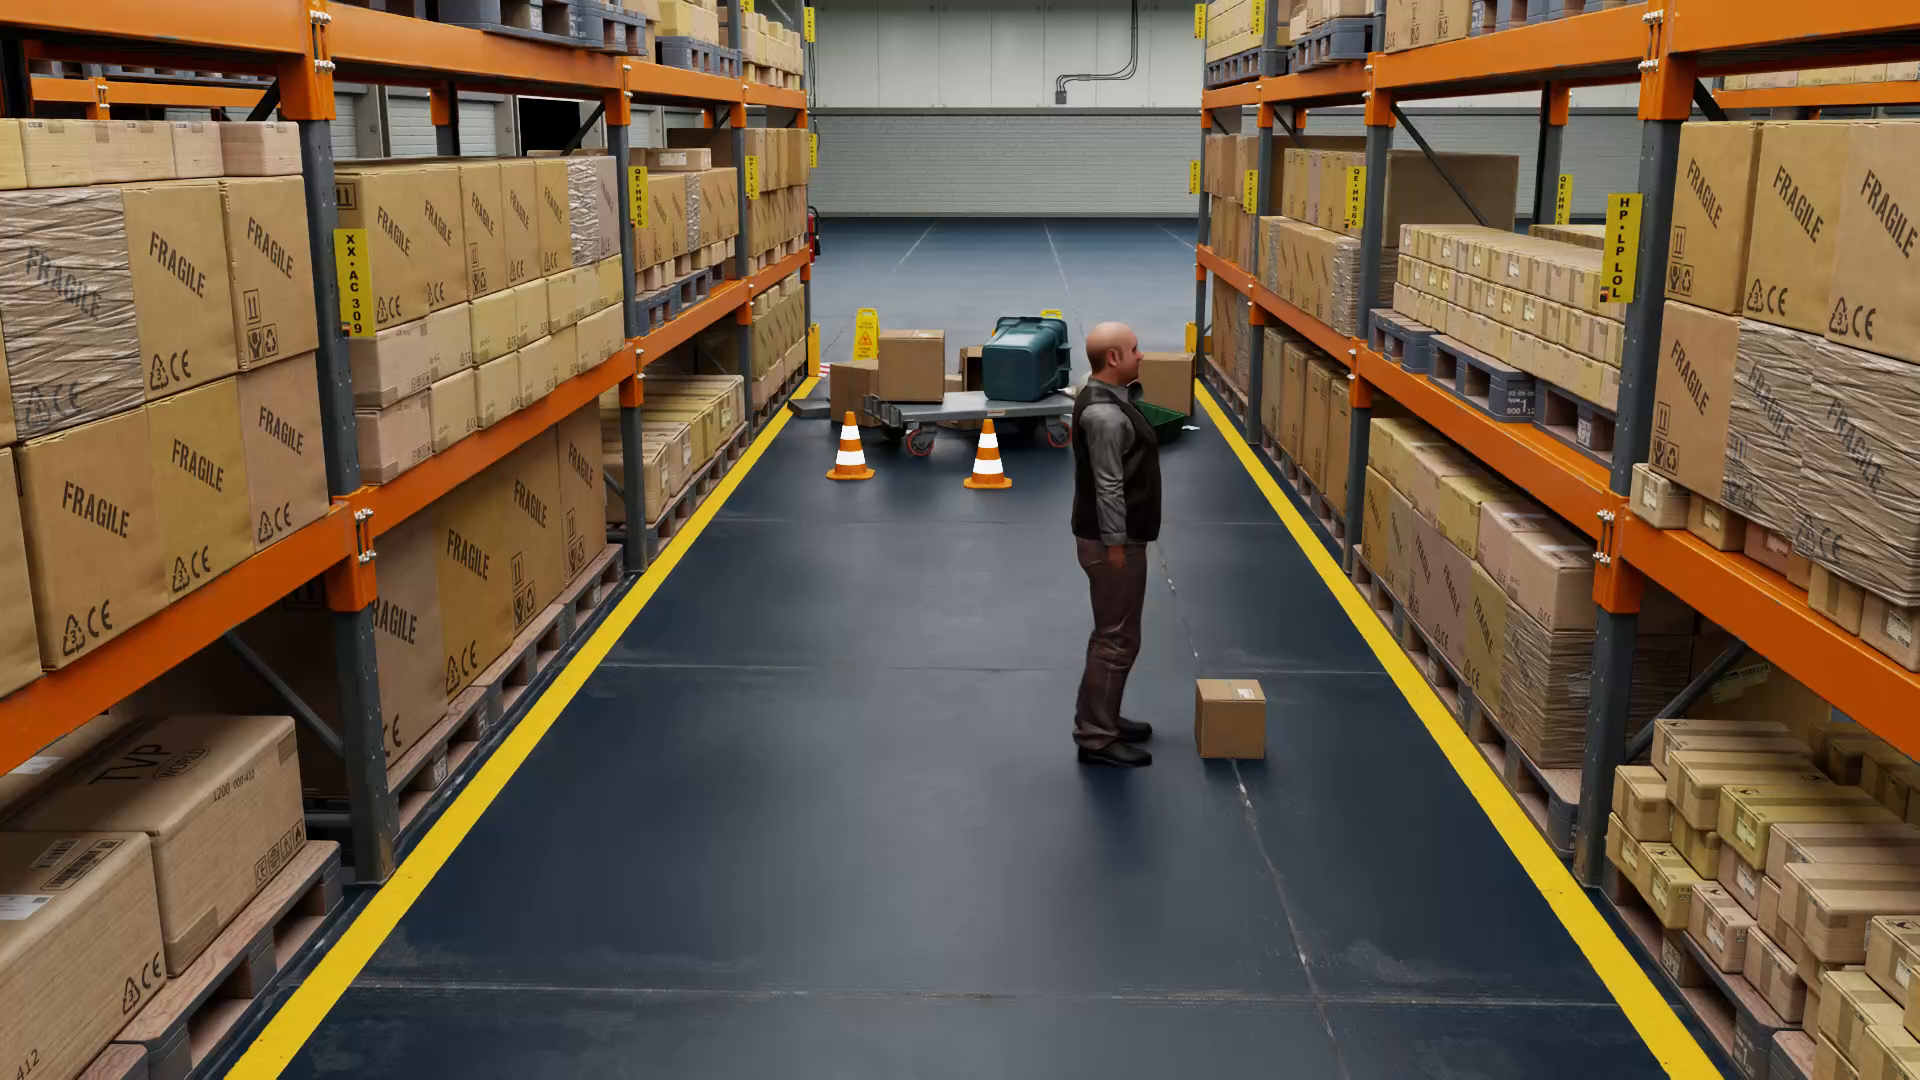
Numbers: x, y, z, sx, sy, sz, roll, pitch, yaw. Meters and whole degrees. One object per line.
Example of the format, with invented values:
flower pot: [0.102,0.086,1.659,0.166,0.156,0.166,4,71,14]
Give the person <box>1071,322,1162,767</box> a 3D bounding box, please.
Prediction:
person: [0.611,0.009,6.552,0.359,1.731,0.533,1,14,3]
